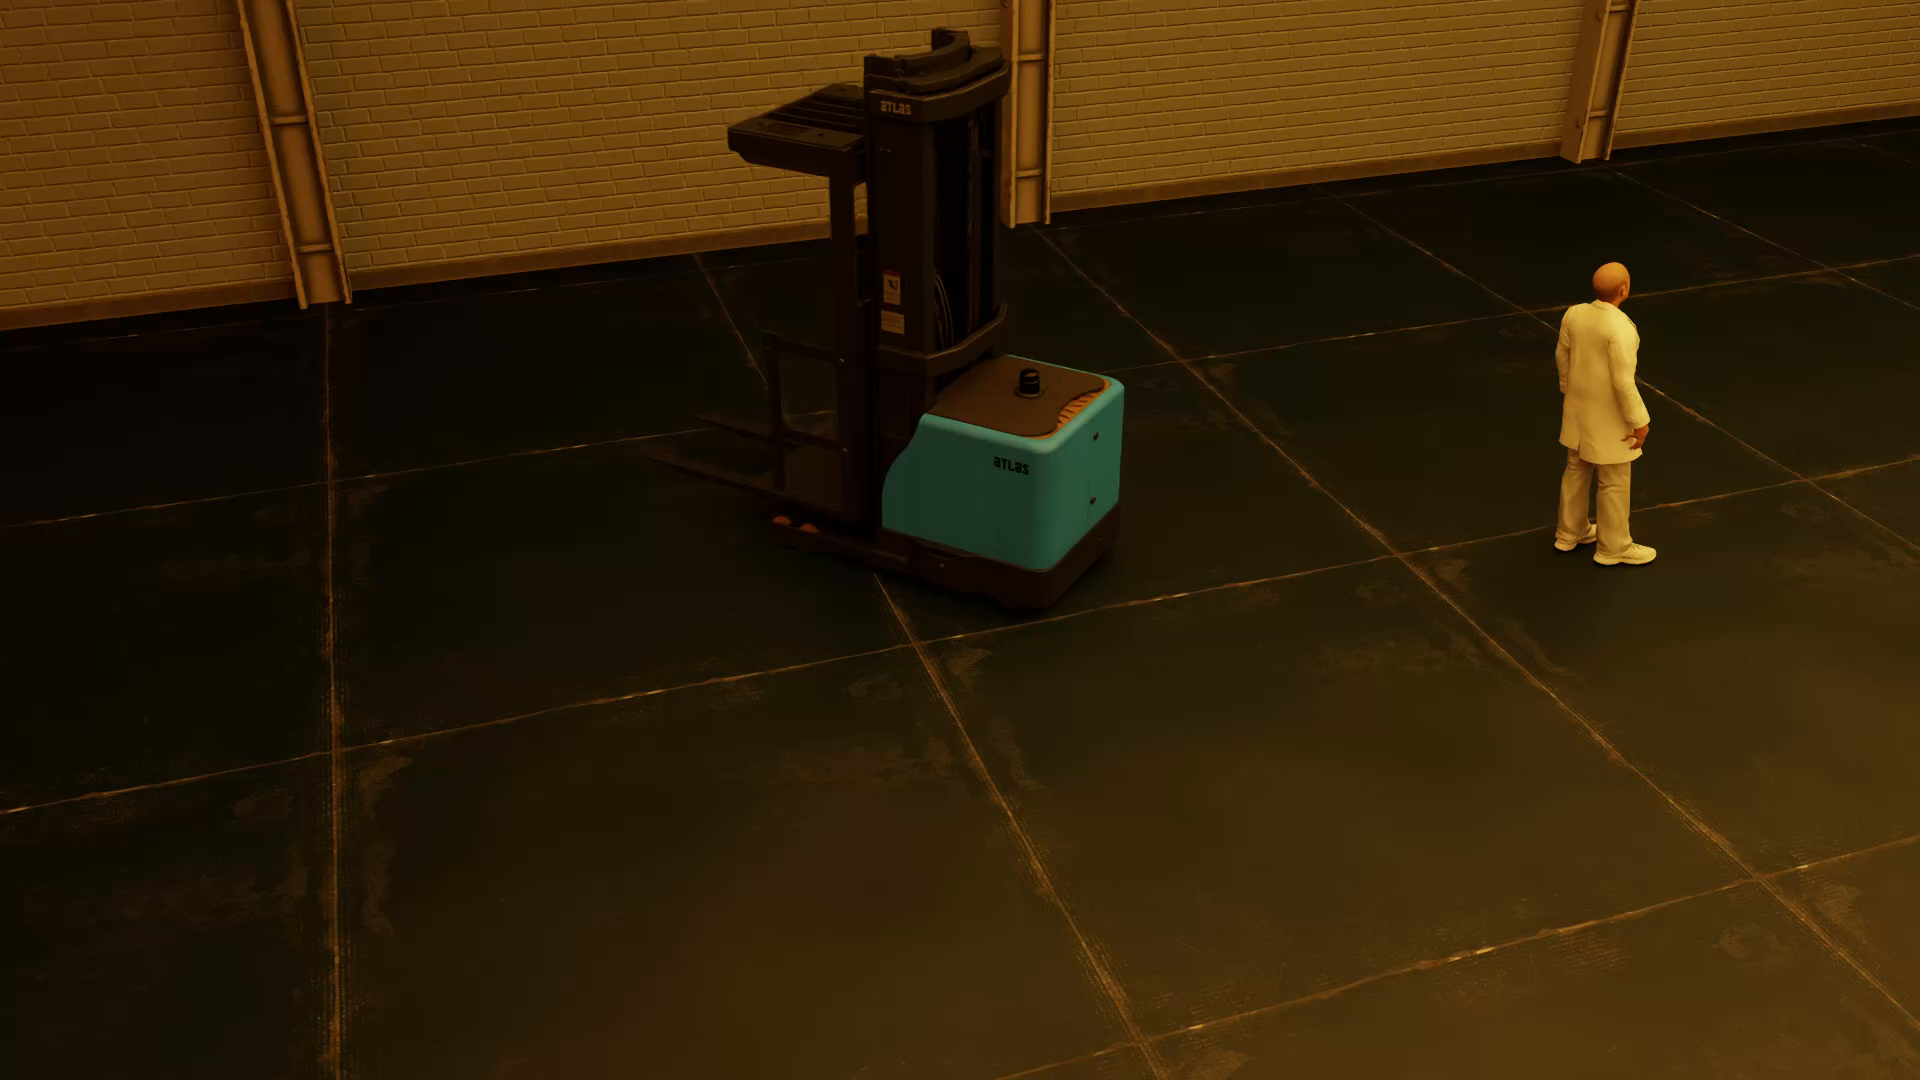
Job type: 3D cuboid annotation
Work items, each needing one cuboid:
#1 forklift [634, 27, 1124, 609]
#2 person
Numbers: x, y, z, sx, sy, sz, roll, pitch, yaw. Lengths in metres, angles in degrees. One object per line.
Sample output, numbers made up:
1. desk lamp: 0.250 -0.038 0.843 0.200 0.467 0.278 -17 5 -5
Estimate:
1. forklift: -0.588 -1.408 9.535 3.031 2.935 1.130 16 33 25
2. person: 3.730 -0.743 9.521 0.580 1.776 0.698 -10 32 -17
